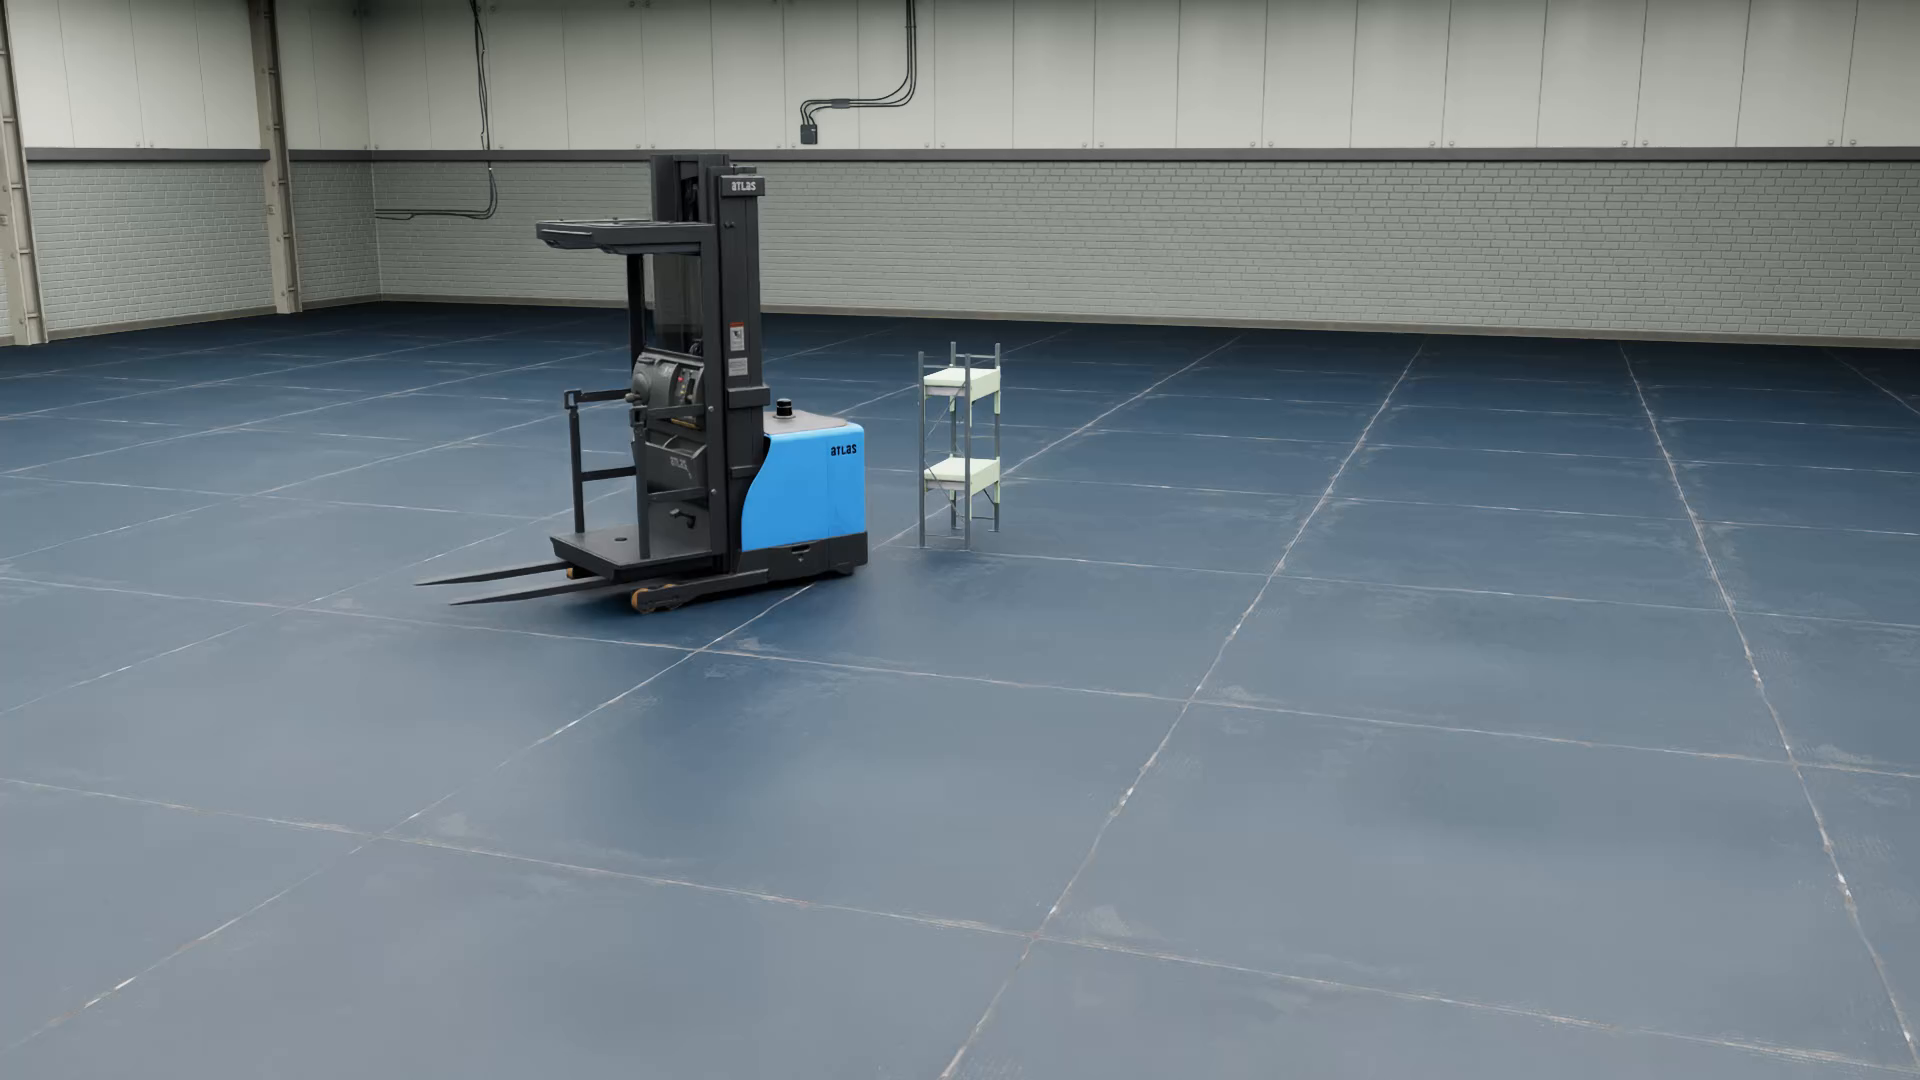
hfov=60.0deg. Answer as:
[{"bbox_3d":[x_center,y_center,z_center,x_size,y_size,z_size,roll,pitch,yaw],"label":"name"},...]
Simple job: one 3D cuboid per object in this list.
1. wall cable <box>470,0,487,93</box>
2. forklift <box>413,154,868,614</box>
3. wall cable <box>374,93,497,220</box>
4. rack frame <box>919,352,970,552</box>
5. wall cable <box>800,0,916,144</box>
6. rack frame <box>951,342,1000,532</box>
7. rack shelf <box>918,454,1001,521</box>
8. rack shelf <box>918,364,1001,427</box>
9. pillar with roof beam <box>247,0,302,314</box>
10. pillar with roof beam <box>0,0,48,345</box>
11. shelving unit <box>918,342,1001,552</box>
[{"bbox_3d":[-8.322,-10.106,32.669,3.097,2.526,0.112,4,14,18],"label":"wall cable"},{"bbox_3d":[-2.141,-1.079,11.130,3.031,2.935,1.130,-10,16,-36],"label":"forklift"},{"bbox_3d":[-10.882,-7.838,34.085,3.097,2.526,0.112,4,14,18],"label":"wall cable"},{"bbox_3d":[-0.116,-0.656,12.490,0.400,1.500,0.023,4,14,18],"label":"rack frame"},{"bbox_3d":[-1.904,-10.323,30.351,2.305,6.003,0.169,4,14,18],"label":"wall cable"},{"bbox_3d":[0.121,-0.810,13.165,0.400,1.500,0.023,4,14,18],"label":"rack frame"},{"bbox_3d":[0.002,-0.415,12.900,0.431,0.370,0.720,4,14,18],"label":"rack shelf"},{"bbox_3d":[0.002,-1.113,12.740,0.431,0.370,0.720,4,14,18],"label":"rack shelf"},{"bbox_3d":[-9.013,-8.517,30.081,9.100,9.000,0.400,4,14,18],"label":"pillar with roof beam"},{"bbox_3d":[-10.954,-7.254,24.546,9.100,9.000,0.400,4,14,18],"label":"pillar with roof beam"},{"bbox_3d":[0.002,-0.733,12.827,0.431,1.500,0.755,4,14,18],"label":"shelving unit"}]
